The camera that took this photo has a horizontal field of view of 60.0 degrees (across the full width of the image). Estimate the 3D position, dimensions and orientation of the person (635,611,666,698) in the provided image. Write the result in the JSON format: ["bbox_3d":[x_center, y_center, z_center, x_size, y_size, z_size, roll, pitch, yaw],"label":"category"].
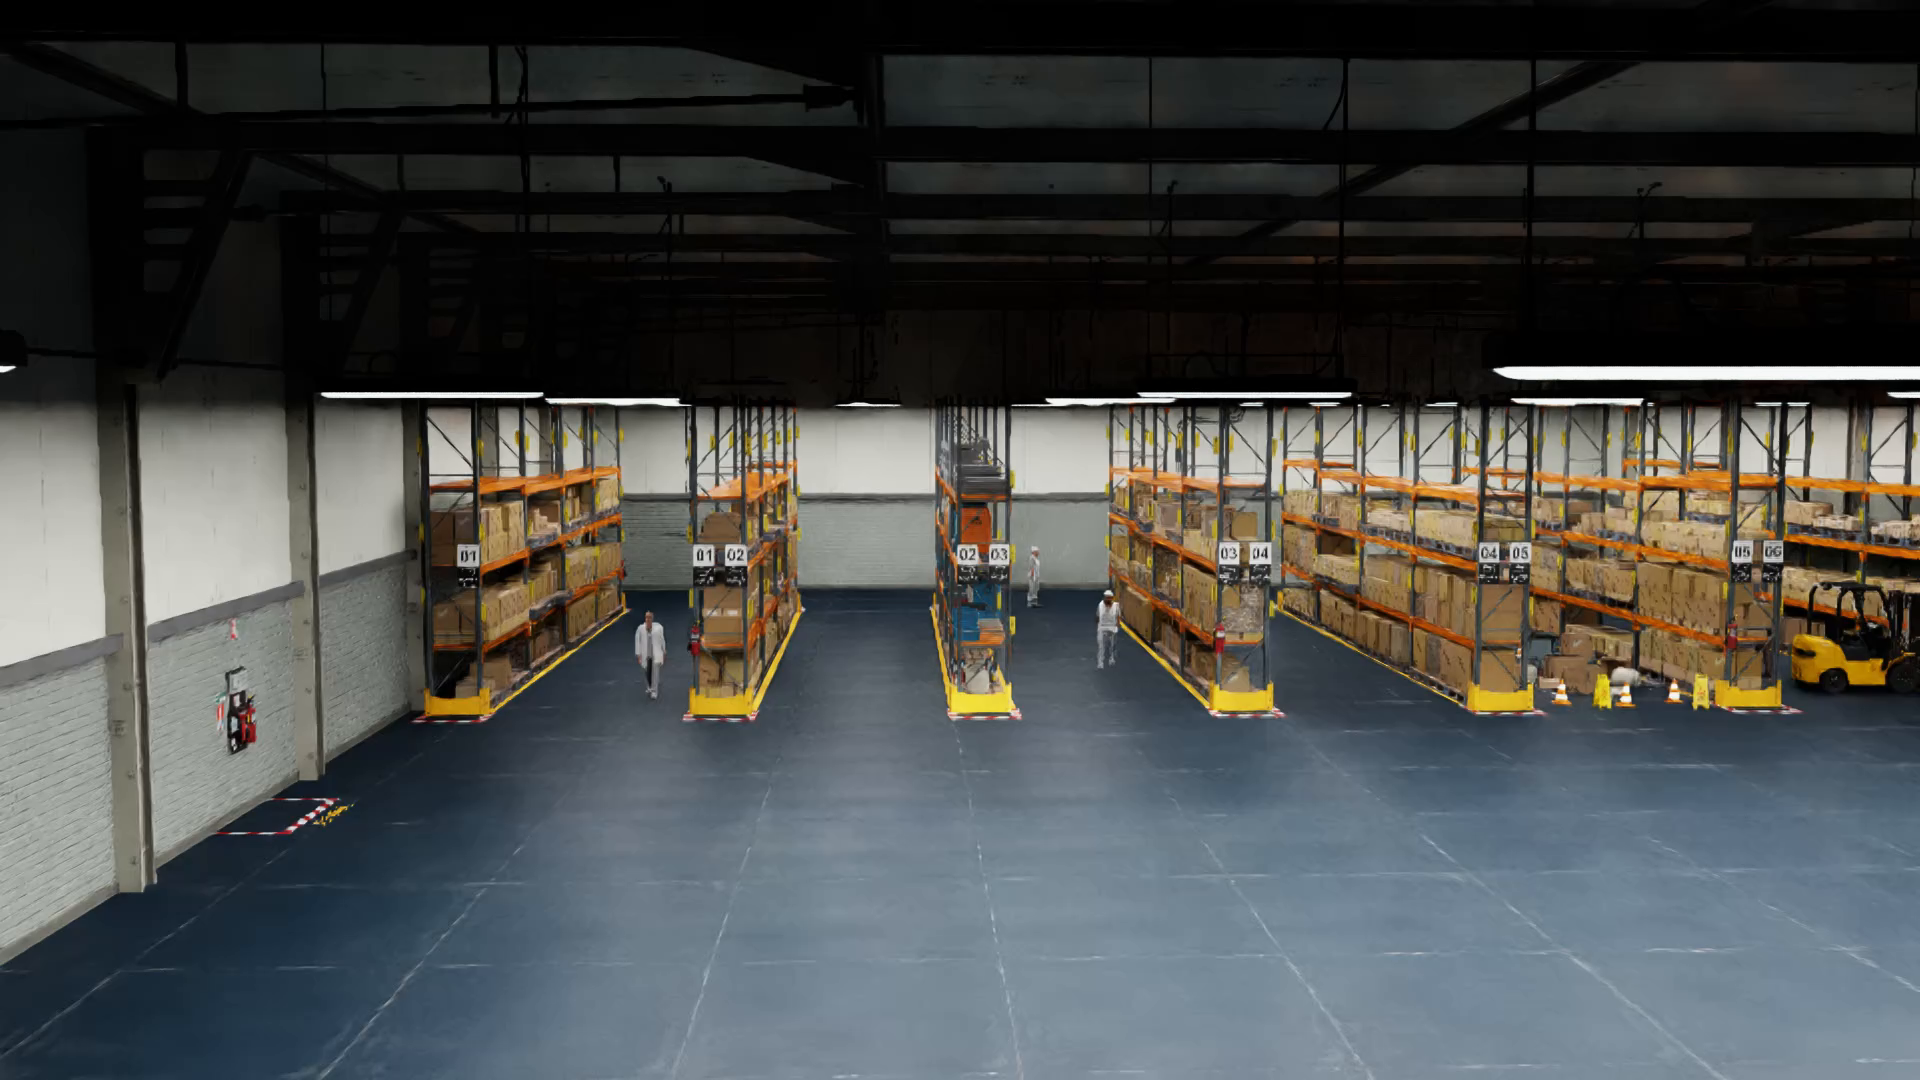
[{"bbox_3d":[-6.163,2.255,33.056,0.598,1.698,1.194,0,4,0],"label":"person"}]

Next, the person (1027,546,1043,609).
[{"bbox_3d":[2.139,1.058,47.700,0.406,1.788,0.627,1,5,16],"label":"person"}]

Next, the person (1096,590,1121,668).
[{"bbox_3d":[3.284,1.953,36.817,0.554,1.722,1.037,1,5,7],"label":"person"}]

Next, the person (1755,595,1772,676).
[{"bbox_3d":[17.199,2.042,35.729,0.576,1.708,0.626,2,5,28],"label":"person"}]
